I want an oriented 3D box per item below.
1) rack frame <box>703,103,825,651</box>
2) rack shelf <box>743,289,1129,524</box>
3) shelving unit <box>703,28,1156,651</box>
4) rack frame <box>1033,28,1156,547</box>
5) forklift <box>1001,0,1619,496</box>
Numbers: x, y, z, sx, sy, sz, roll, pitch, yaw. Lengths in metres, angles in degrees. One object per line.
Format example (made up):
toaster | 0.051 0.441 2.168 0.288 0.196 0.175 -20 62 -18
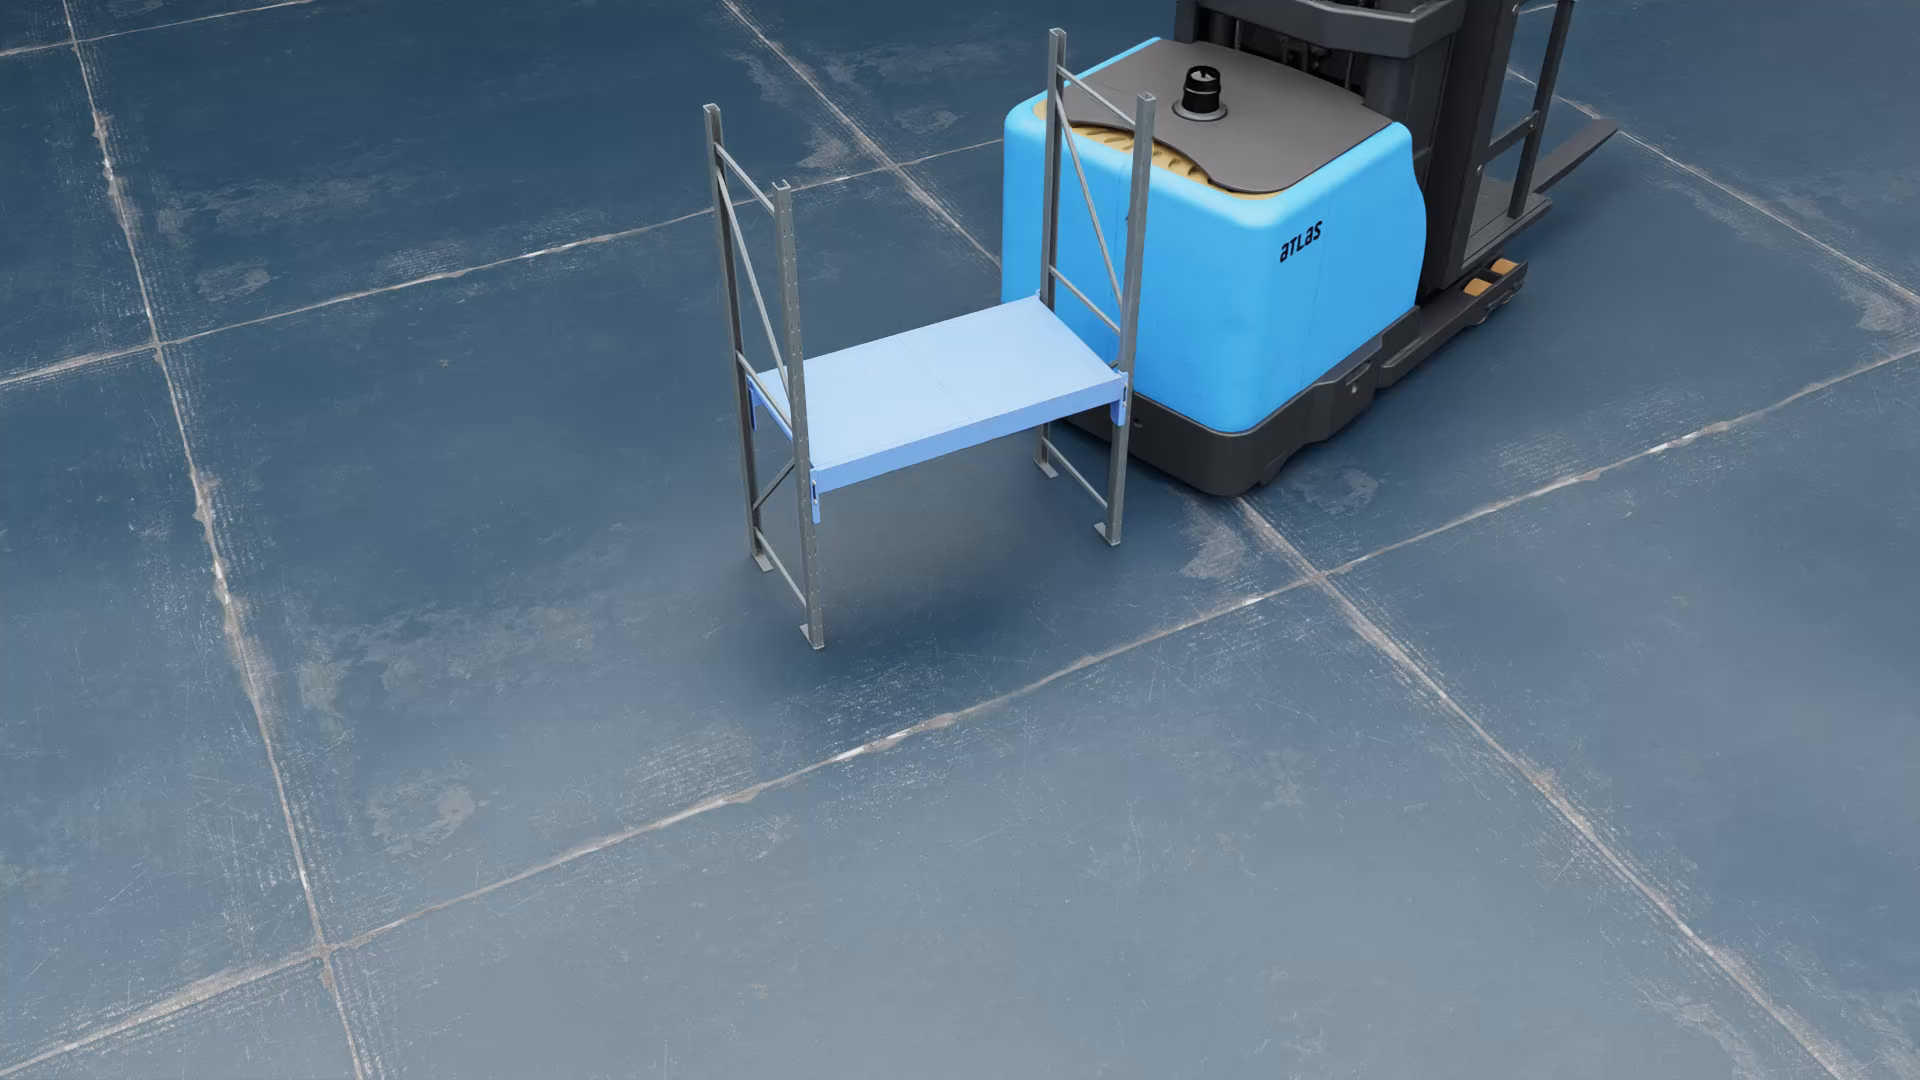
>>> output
rack frame | -0.527 -0.395 4.556 0.032 1.500 0.500 -19 44 -21
rack shelf | -0.076 -0.410 4.852 1.000 0.185 0.538 -19 44 -21
shelving unit | -0.076 -0.547 4.735 1.048 1.500 0.538 -19 44 -21
rack frame | 0.375 -0.699 4.915 0.032 1.500 0.500 -19 44 -21
forklift | 1.492 -2.124 5.490 1.130 2.935 3.031 31 49 31
